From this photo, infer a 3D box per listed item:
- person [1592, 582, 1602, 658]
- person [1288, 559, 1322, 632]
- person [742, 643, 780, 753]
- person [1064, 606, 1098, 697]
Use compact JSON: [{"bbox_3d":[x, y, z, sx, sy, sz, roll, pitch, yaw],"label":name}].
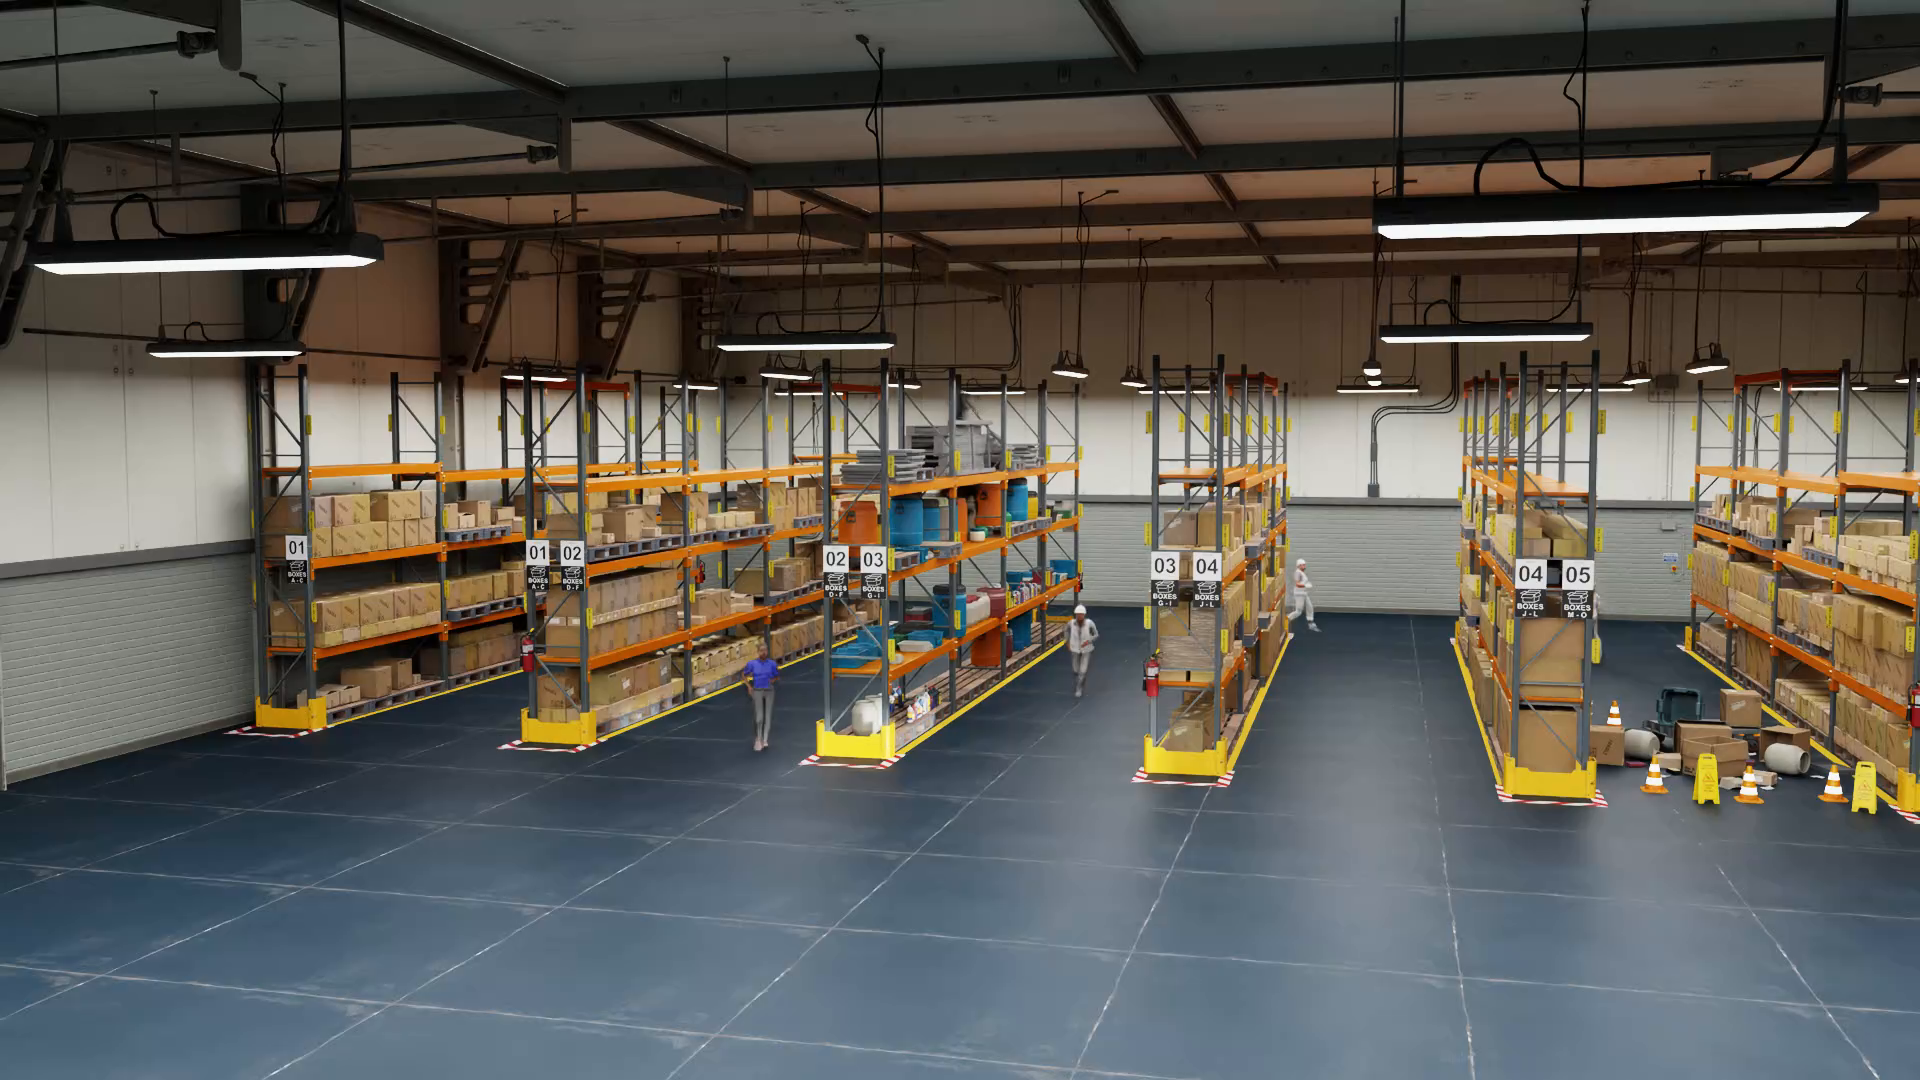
[{"bbox_3d":[13.370,1.707,35.323,0.589,1.713,0.883,0,4,-6],"label":"person"},{"bbox_3d":[8.214,1.336,39.992,0.944,1.773,0.720,2,4,22],"label":"person"},{"bbox_3d":[-3.030,2.430,25.520,0.556,1.682,0.654,-1,4,-17],"label":"person"},{"bbox_3d":[2.241,2.049,30.781,0.649,1.705,0.740,1,4,8],"label":"person"}]
